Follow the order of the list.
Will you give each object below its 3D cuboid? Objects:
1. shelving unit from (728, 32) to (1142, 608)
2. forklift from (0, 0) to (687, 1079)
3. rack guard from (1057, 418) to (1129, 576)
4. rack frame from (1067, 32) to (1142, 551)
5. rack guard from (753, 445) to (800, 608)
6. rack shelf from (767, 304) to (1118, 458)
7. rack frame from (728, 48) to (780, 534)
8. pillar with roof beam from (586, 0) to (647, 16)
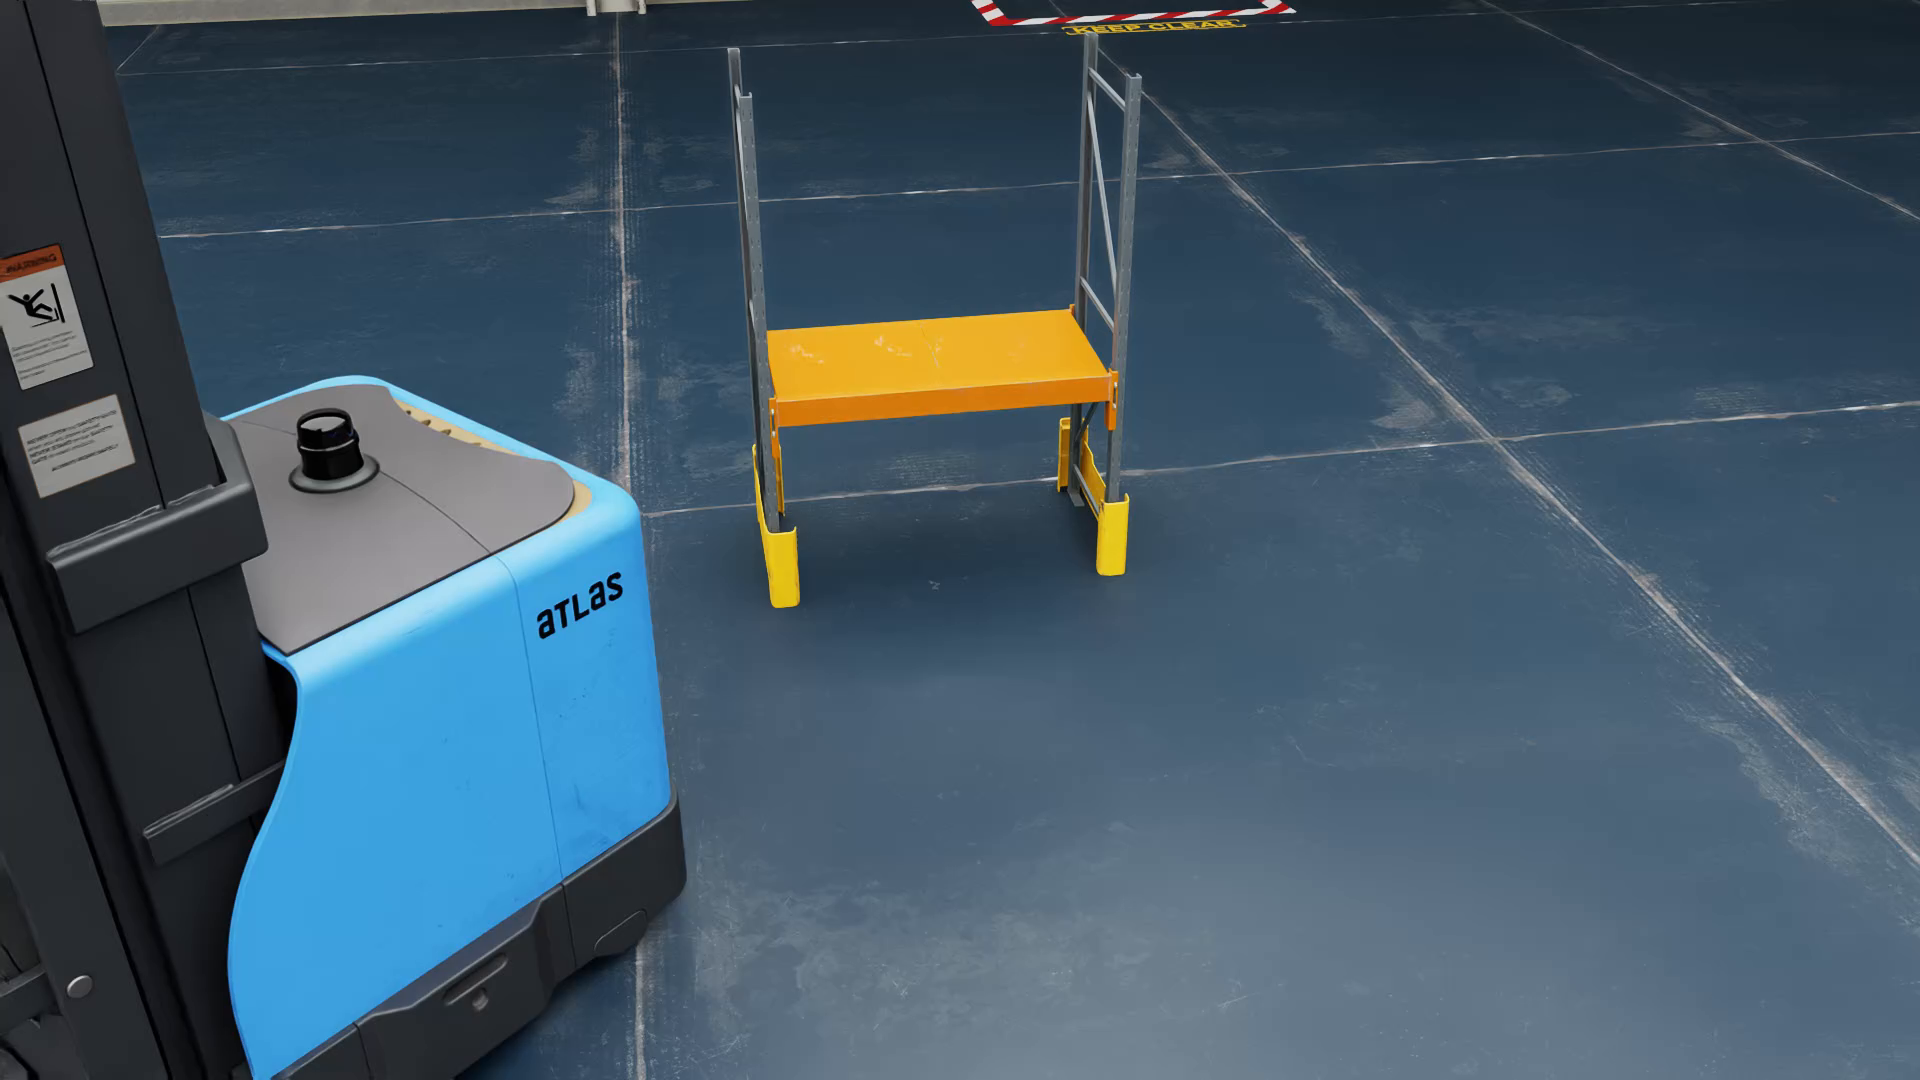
[{"bbox_3d":[-0.075,-0.640,4.858,1.083,1.500,0.587,-5,31,-9],"label":"shelving unit"},{"bbox_3d":[-1.937,-0.001,2.359,1.130,2.935,3.031,22,37,33],"label":"forklift"},{"bbox_3d":[0.415,-0.146,5.252,0.087,0.250,0.587,-5,31,-9],"label":"rack guard"},{"bbox_3d":[0.416,-0.685,4.936,0.032,1.500,0.500,-5,31,-9],"label":"rack frame"},{"bbox_3d":[-0.565,-0.055,5.097,0.087,0.250,0.587,-5,31,-9],"label":"rack guard"},{"bbox_3d":[-0.084,-0.484,4.948,1.000,0.185,0.538,-5,31,-9],"label":"rack shelf"},{"bbox_3d":[-0.584,-0.592,4.778,0.032,1.500,0.500,-5,31,-9],"label":"rack frame"},{"bbox_3d":[-1.591,-5.394,5.545,0.400,9.000,9.100,-5,31,-9],"label":"pillar with roof beam"}]
